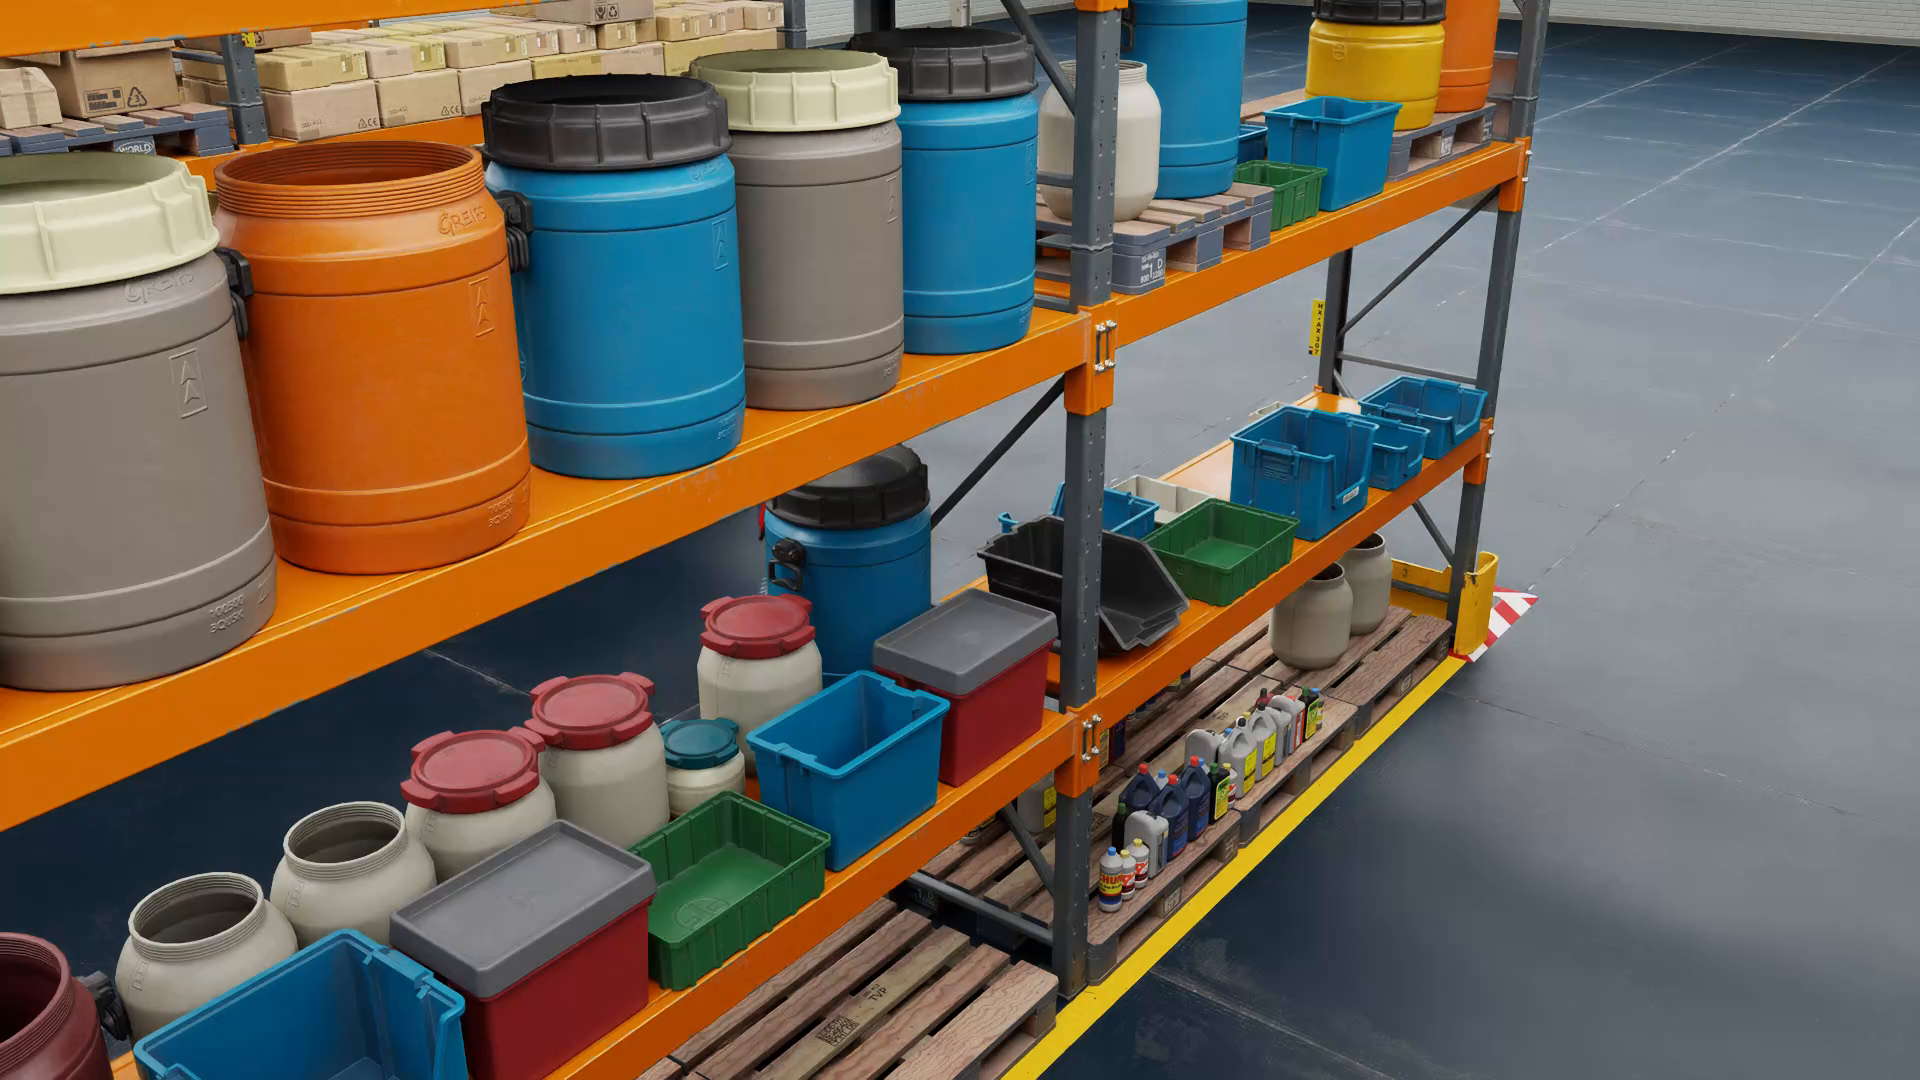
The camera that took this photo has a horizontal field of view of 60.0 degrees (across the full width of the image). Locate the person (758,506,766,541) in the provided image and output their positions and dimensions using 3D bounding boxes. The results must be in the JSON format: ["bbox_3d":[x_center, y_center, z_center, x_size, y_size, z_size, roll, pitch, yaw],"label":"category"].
[{"bbox_3d":[-0.700,0.278,9.027,0.886,0.921,0.573,17,28,33],"label":"person"}]
